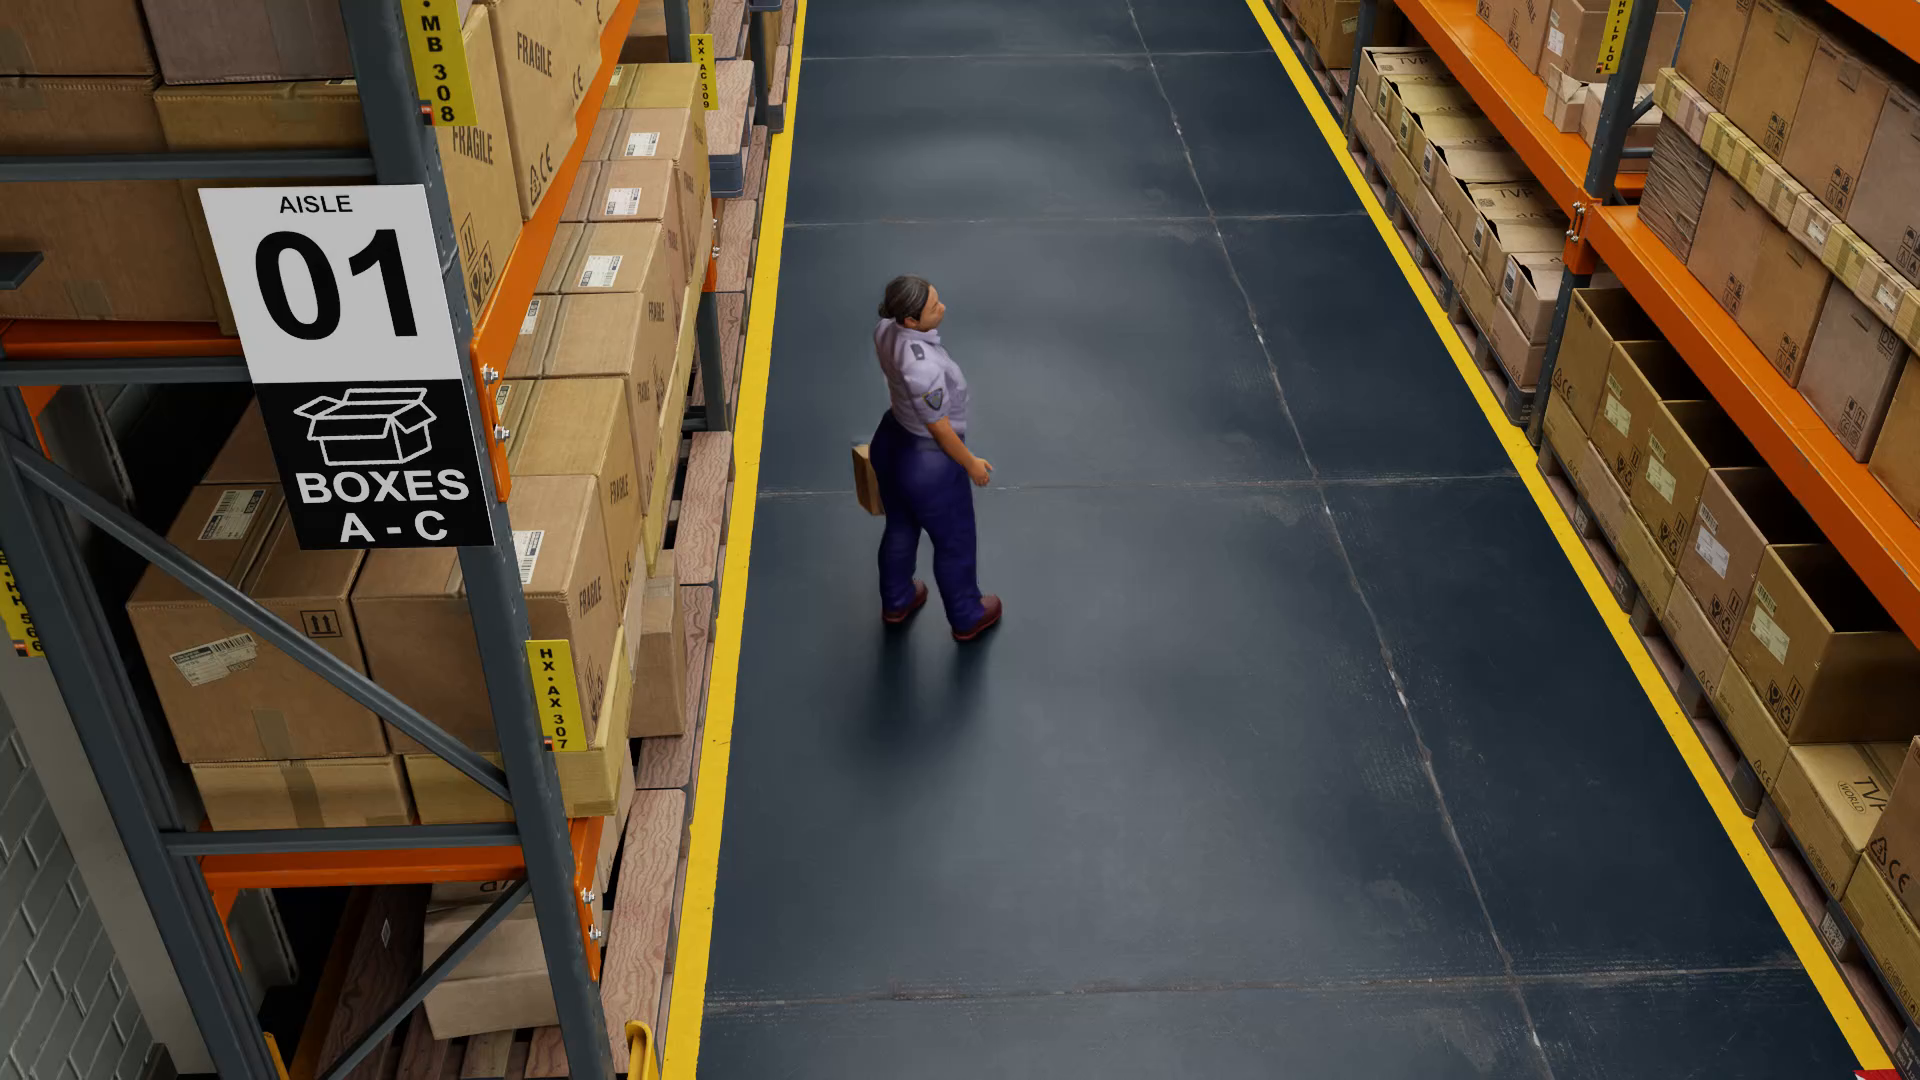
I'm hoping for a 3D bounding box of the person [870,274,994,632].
[{"bbox_3d":[-0.142,-0.355,6.569,0.396,1.581,0.494,-18,39,-23],"label":"person"}]
